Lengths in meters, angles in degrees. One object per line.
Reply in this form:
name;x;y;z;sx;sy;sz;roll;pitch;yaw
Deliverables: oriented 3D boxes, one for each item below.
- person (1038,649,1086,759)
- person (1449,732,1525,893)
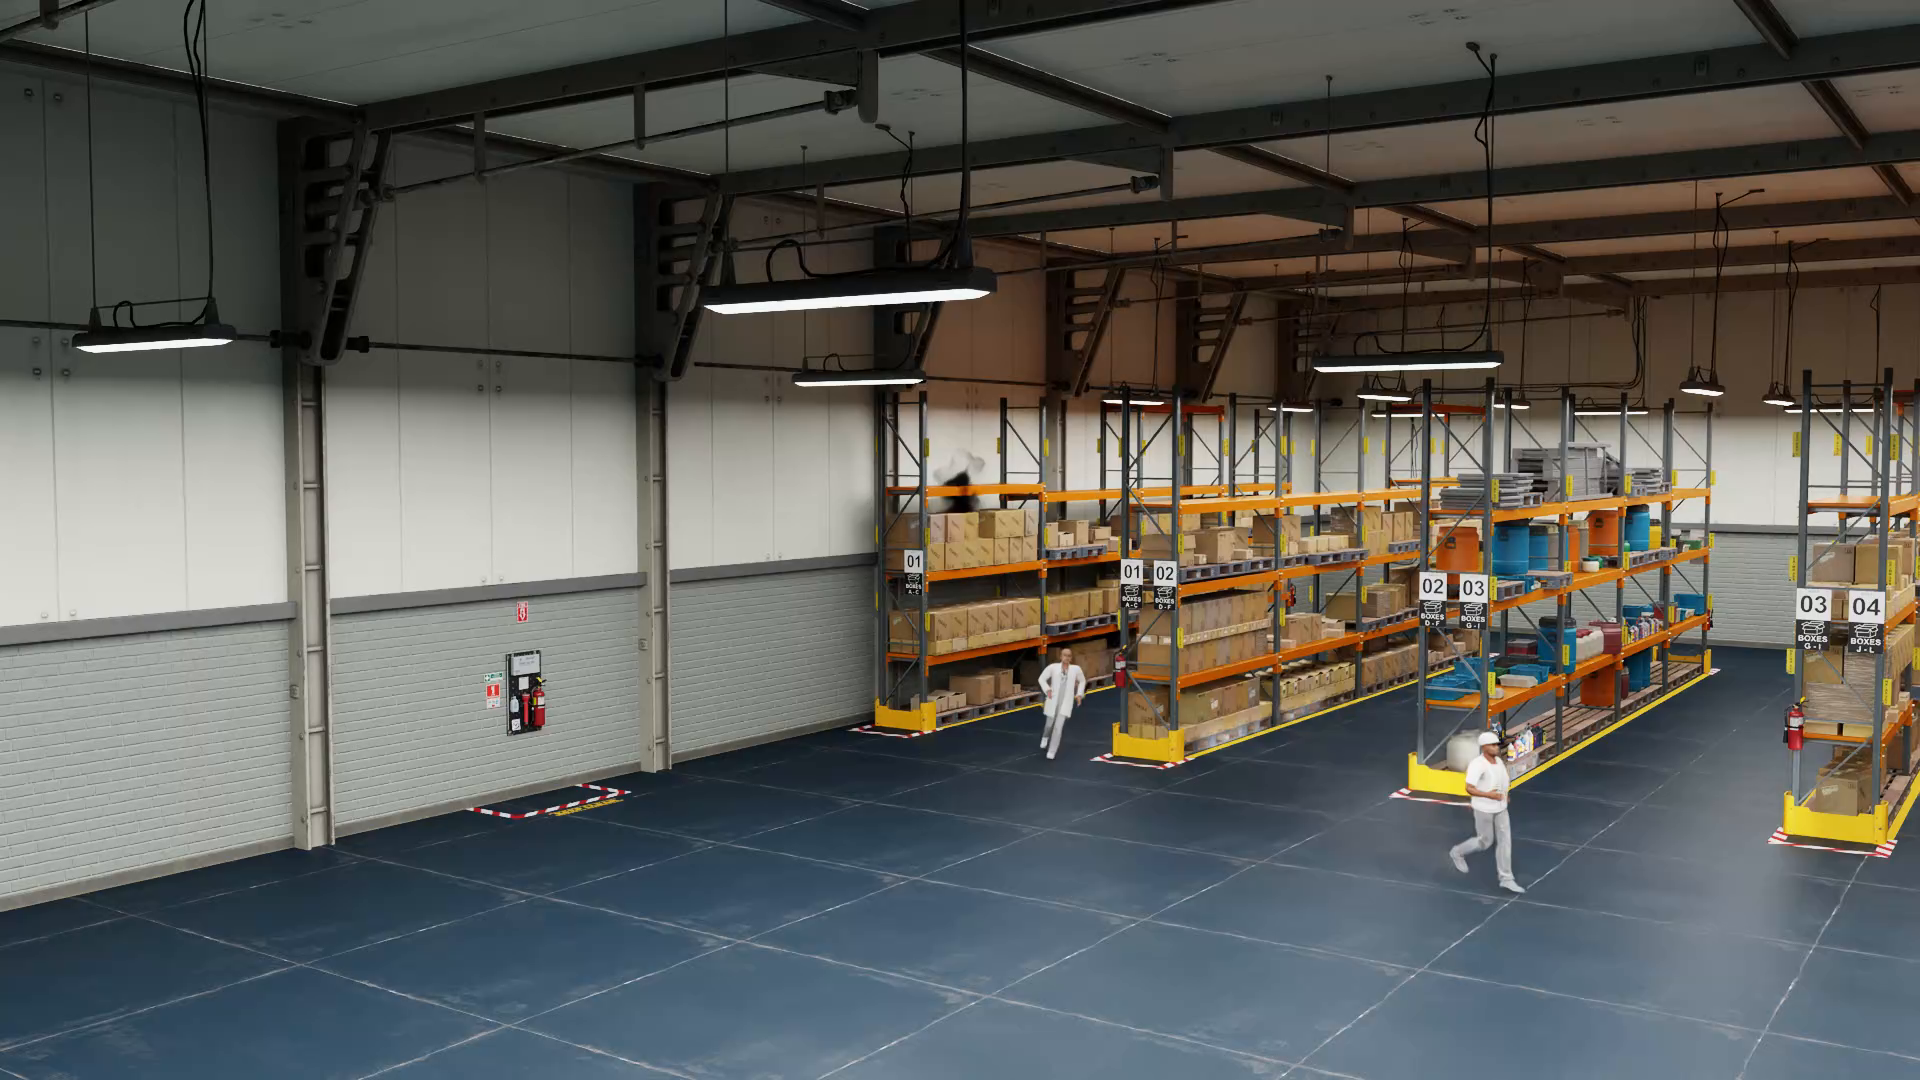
person;1.656;2.631;26.960;0.774;1.728;0.984;0;3;3
person;6.012;3.061;18.915;0.700;1.762;0.956;-2;4;-34
